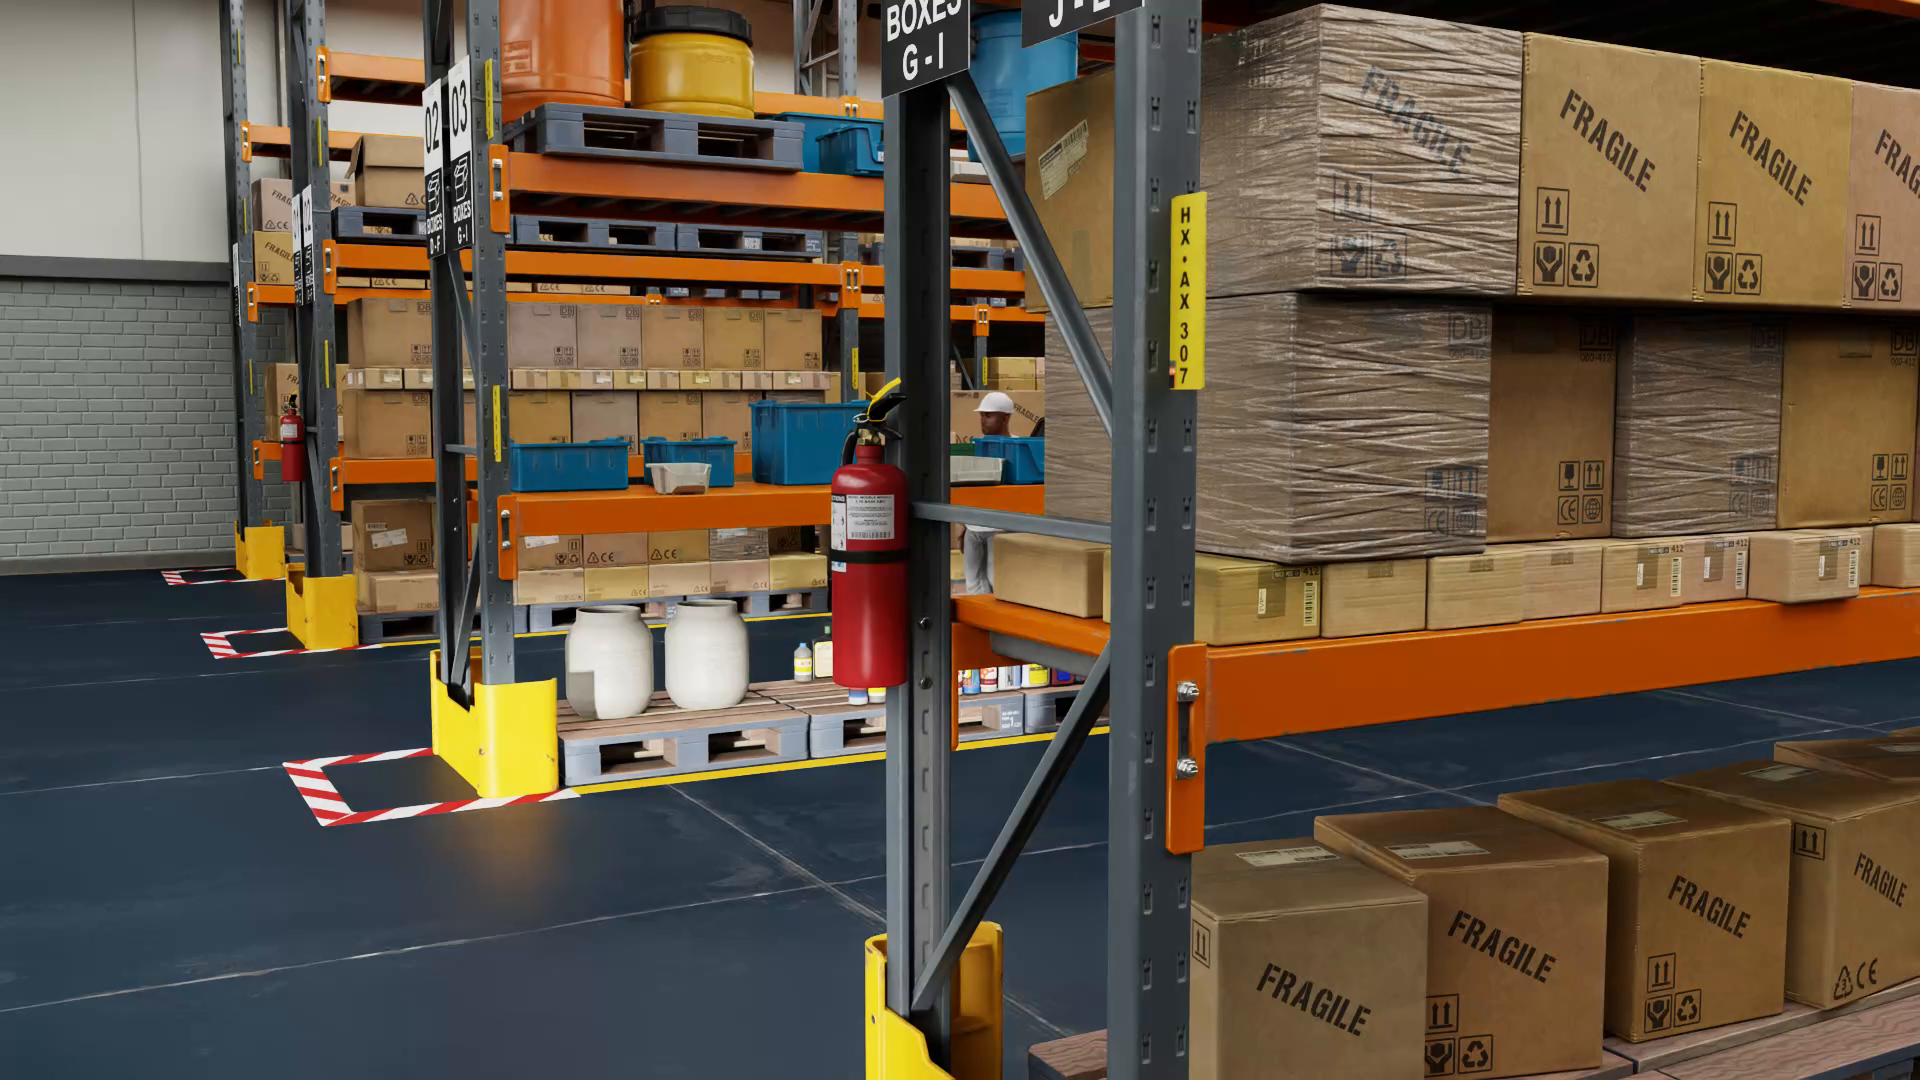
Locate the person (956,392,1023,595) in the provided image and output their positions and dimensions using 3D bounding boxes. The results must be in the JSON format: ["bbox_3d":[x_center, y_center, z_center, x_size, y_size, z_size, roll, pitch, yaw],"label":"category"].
[{"bbox_3d":[0.210,-0.045,10.711,0.408,1.804,0.599,-4,7,-40],"label":"person"}]
